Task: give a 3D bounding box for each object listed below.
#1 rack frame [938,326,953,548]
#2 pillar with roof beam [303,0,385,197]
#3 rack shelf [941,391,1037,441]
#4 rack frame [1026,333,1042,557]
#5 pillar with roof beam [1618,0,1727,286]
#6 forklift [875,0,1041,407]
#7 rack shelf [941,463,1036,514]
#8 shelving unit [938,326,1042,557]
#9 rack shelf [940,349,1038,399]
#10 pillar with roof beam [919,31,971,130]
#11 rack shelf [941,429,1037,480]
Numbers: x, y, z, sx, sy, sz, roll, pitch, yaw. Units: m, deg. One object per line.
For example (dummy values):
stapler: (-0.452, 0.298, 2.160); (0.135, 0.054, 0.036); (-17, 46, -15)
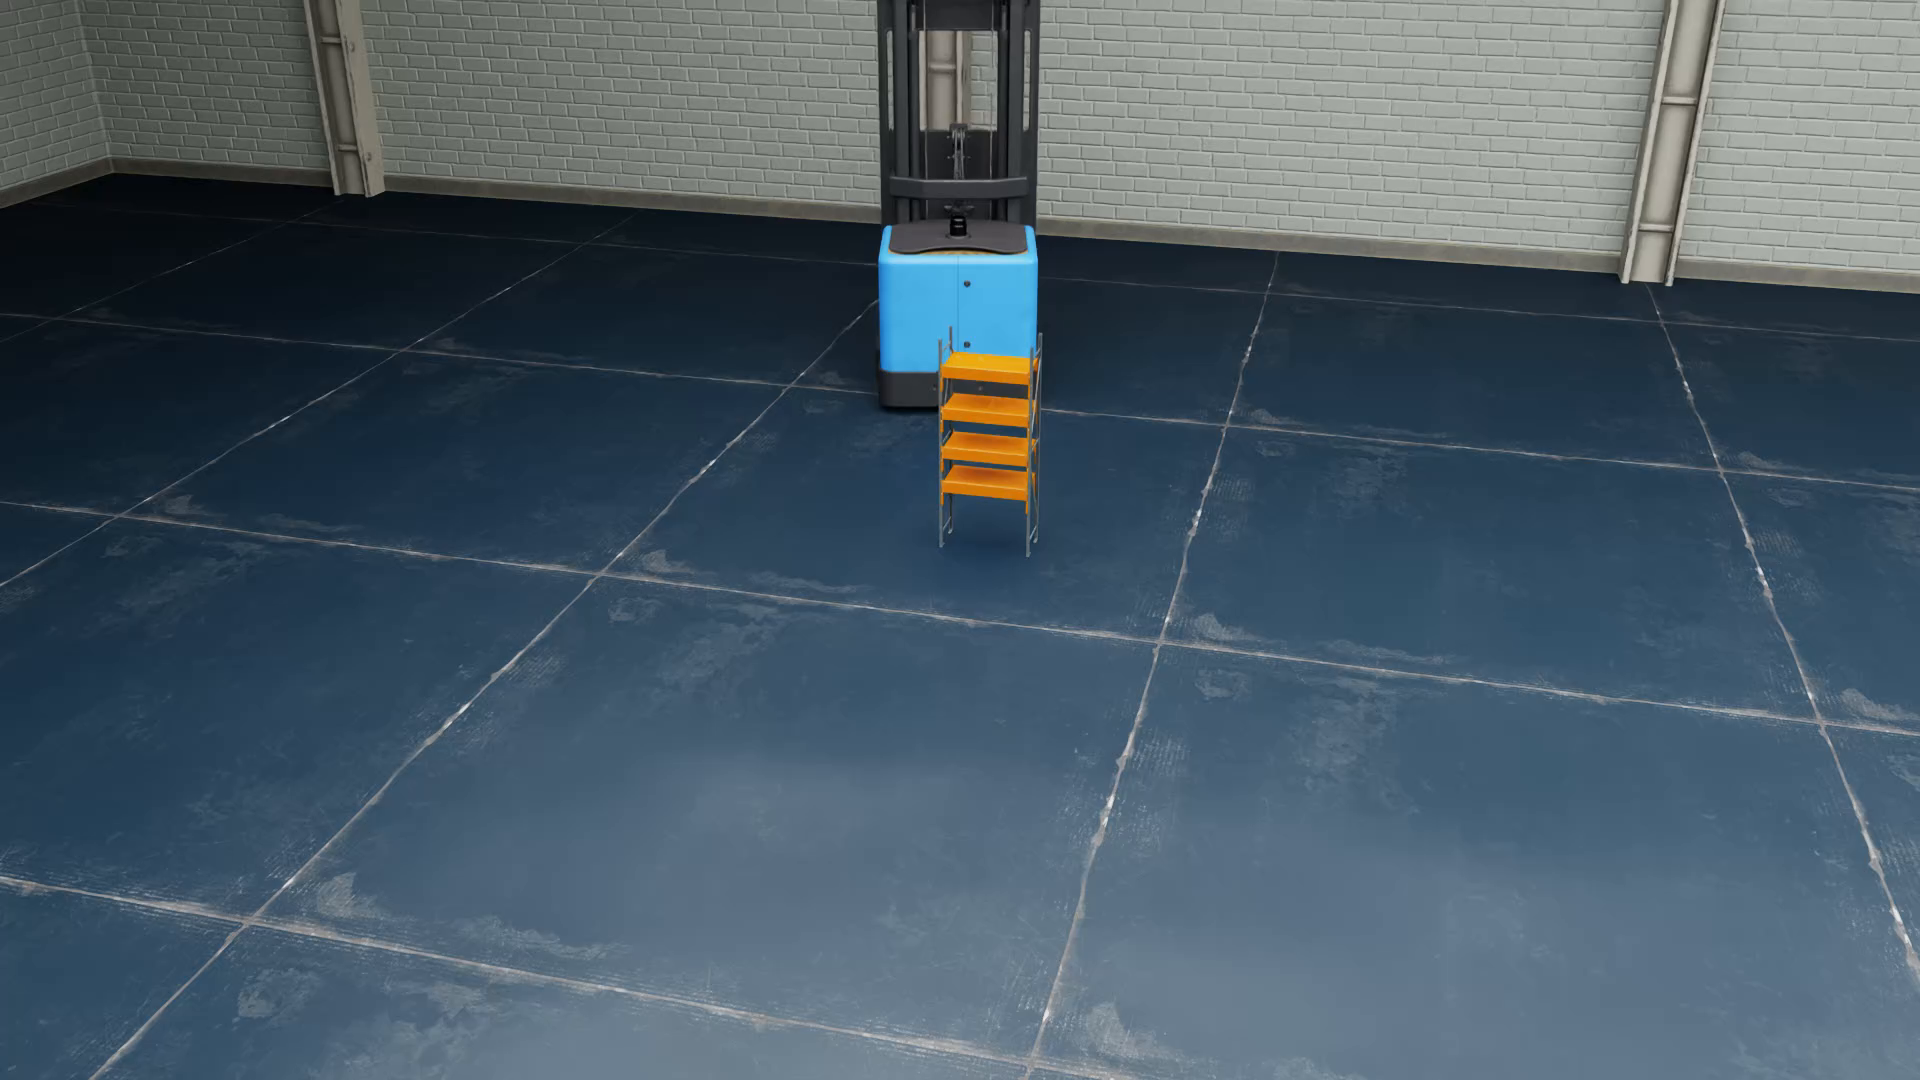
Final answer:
rack frame: (-0.076, -0.550, 9.010); (0.015, 1.200, 0.240); (6, 26, 13)
pillar with roof beam: (-7.015, -5.718, 10.792); (0.400, 9.000, 9.100); (6, 26, 13)
rack shelf: (0.160, -0.665, 8.888); (0.480, 0.148, 0.258); (6, 26, 13)
rack frame: (0.397, -0.498, 8.900); (0.015, 1.200, 0.240); (6, 26, 13)
pillar with roof beam: (4.607, -4.434, 8.094); (0.400, 9.000, 9.100); (6, 26, 13)
forklift: (-0.008, -2.784, 11.687); (1.130, 2.935, 3.031); (0, 25, 0)
rack shelf: (0.160, -0.284, 9.069); (0.480, 0.148, 0.258); (6, 26, 13)
shelving unit: (0.160, -0.524, 8.955); (0.503, 1.200, 0.258); (6, 26, 13)
rack shelf: (0.160, -0.879, 8.786); (0.480, 0.148, 0.258); (6, 26, 13)
pillar with roof beam: (-1.204, -5.076, 9.443); (0.400, 9.000, 9.100); (6, 26, 13)
rack shelf: (0.160, -0.463, 8.984); (0.480, 0.148, 0.258); (6, 26, 13)
